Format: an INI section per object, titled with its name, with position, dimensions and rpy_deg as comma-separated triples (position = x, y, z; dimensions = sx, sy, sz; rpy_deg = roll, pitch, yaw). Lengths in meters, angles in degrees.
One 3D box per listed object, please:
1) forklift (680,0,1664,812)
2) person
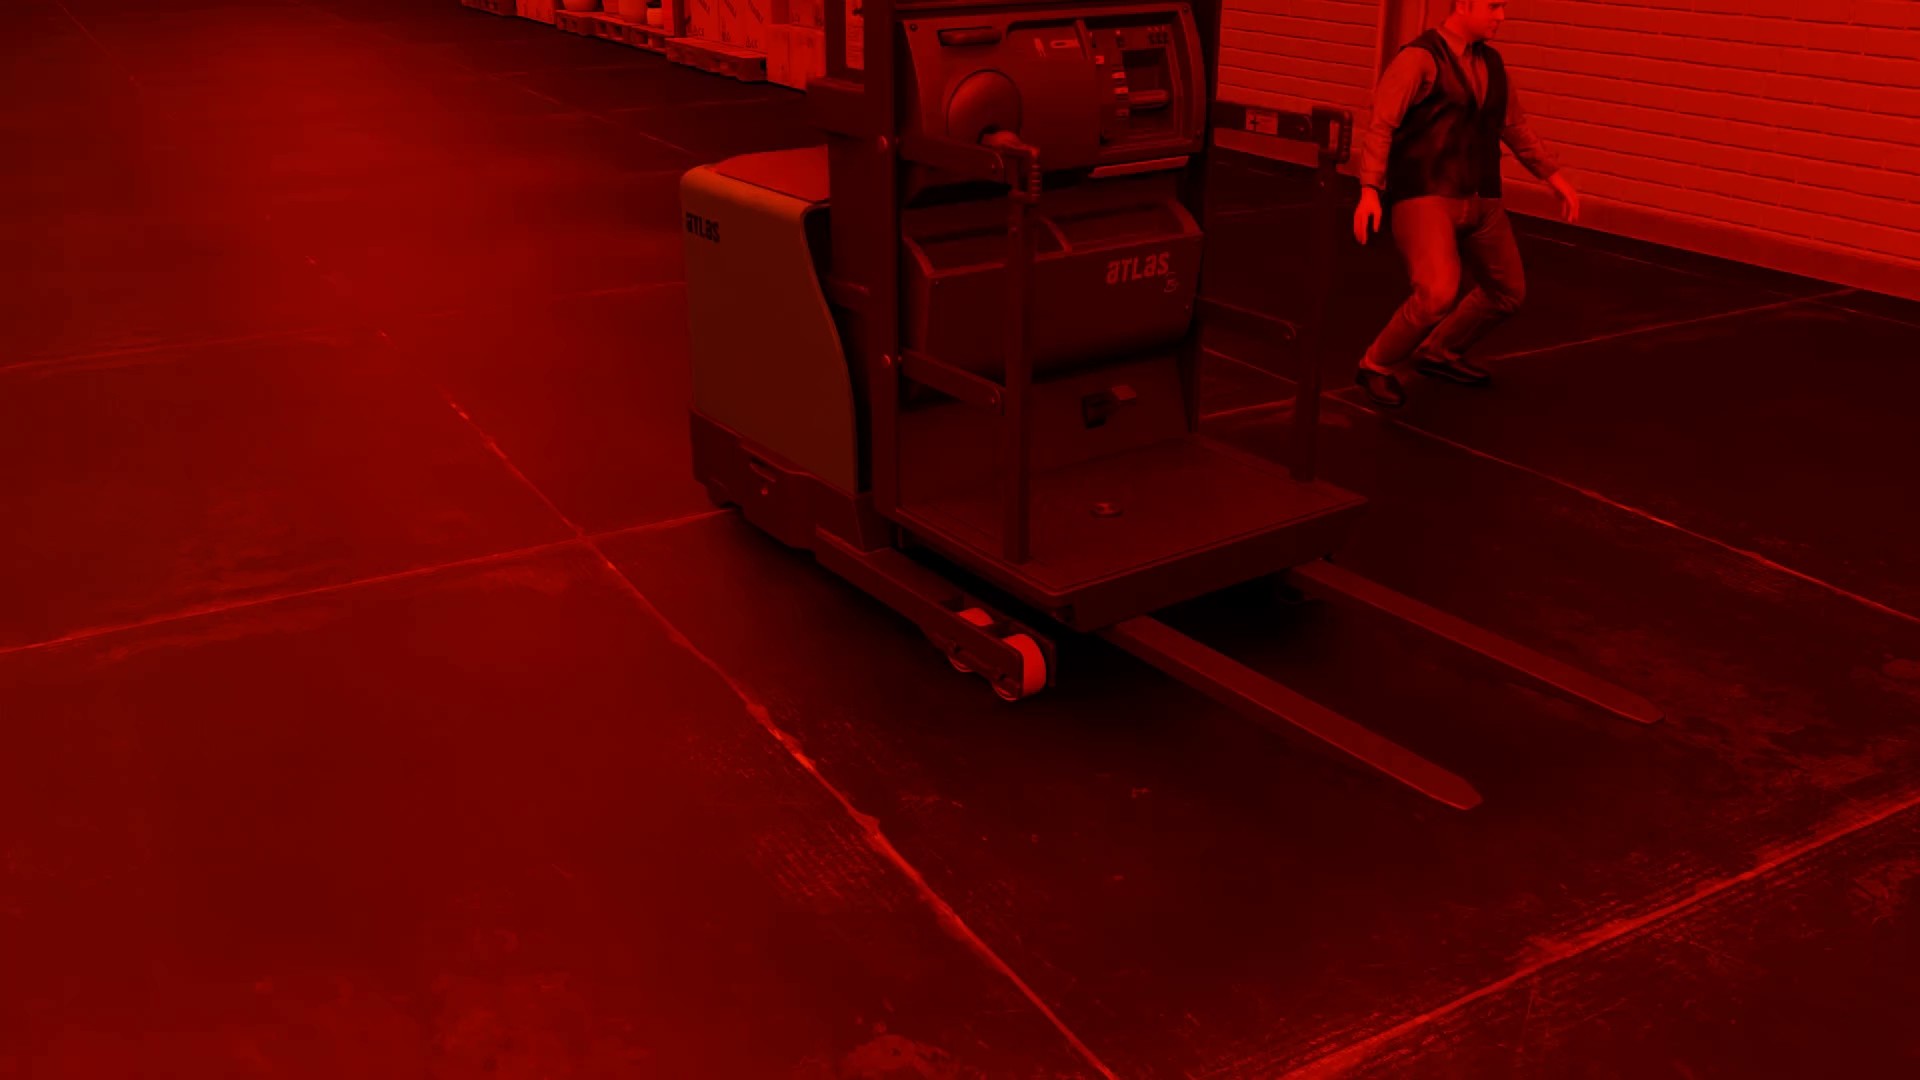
[forklift]
position = 0.385, -1.162, 4.105
dimensions = 1.130, 2.935, 3.031
rpy_deg = -15, 27, -32
[person]
position = 1.830, -1.269, 6.122
dimensions = 0.925, 1.581, 0.630
rpy_deg = -12, 25, -26
